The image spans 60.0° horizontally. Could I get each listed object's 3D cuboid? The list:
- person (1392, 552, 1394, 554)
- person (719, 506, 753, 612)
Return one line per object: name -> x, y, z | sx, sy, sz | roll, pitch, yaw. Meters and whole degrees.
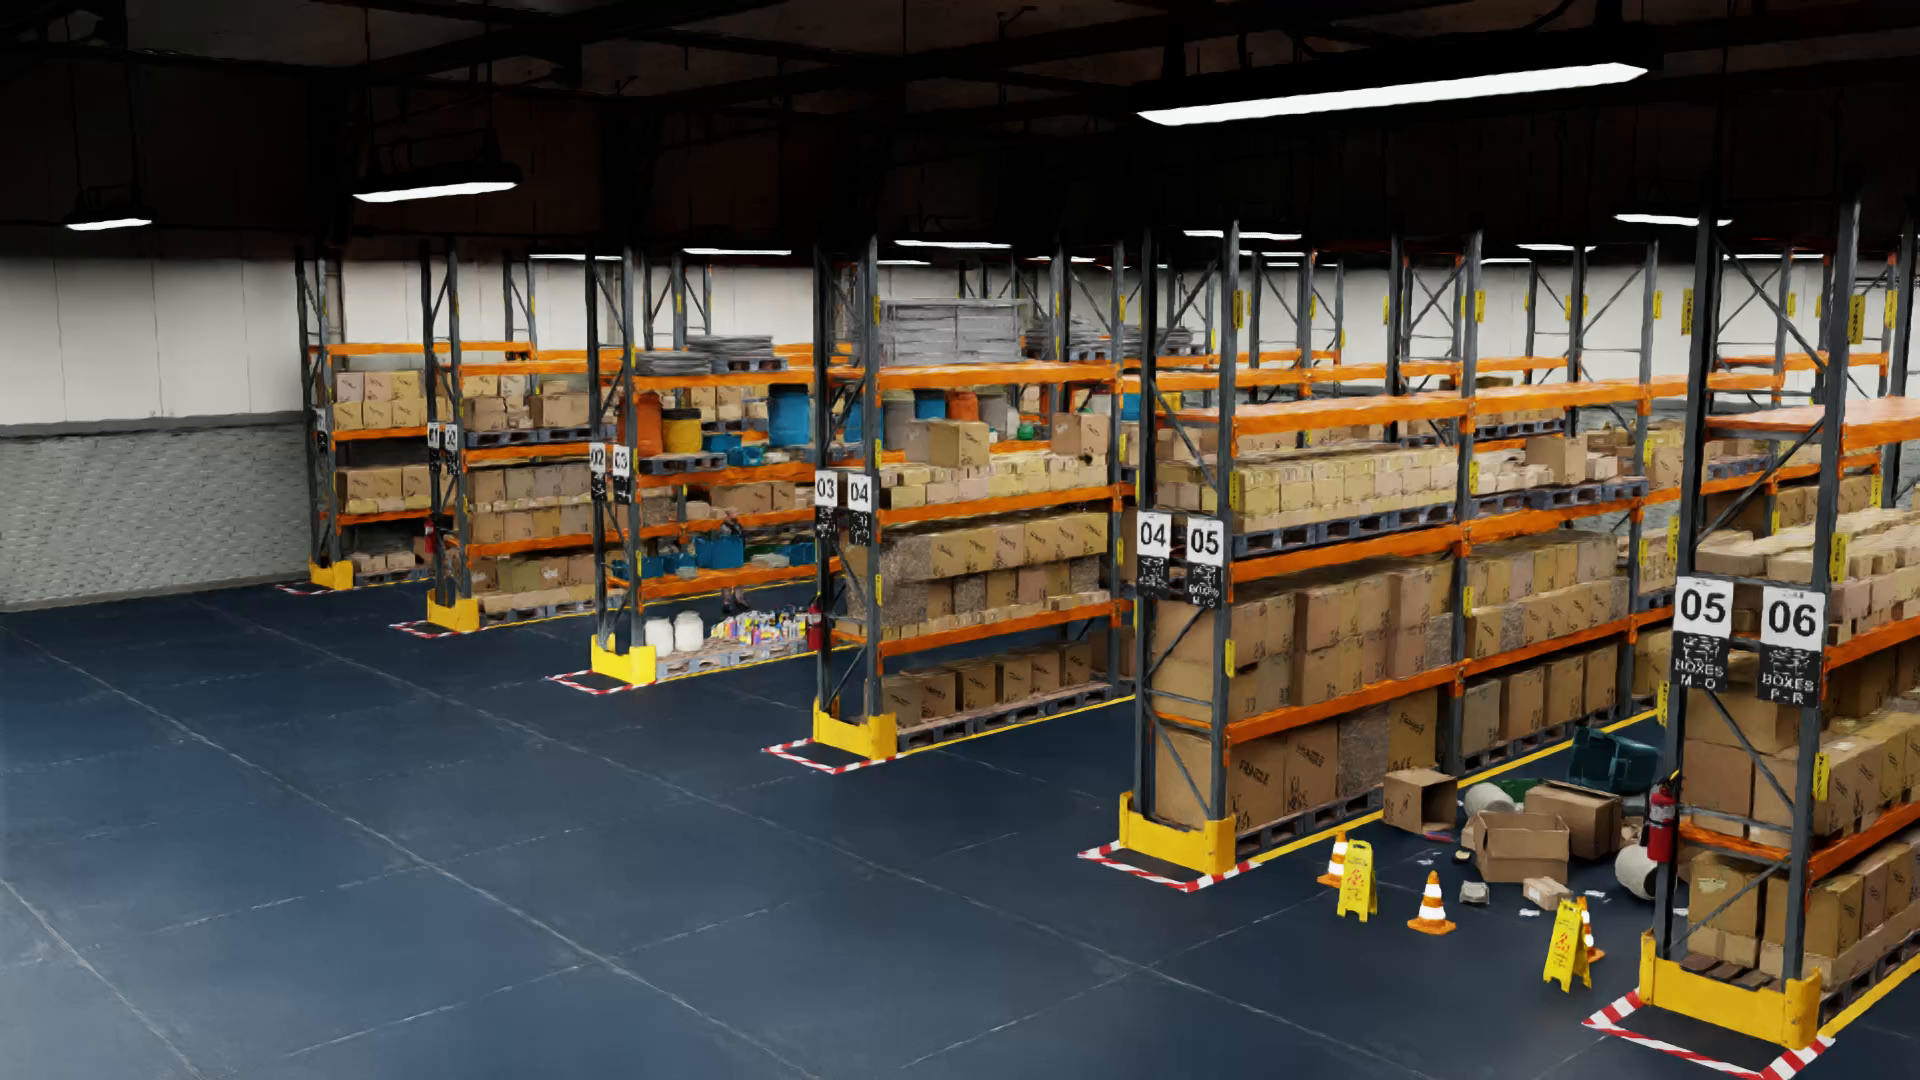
person -> 6.041, 0.893, 23.481 | 0.719, 1.714, 0.572 | 8, 12, 44
person -> -3.702, 0.293, 27.339 | 0.401, 1.726, 0.627 | 4, 9, 26
